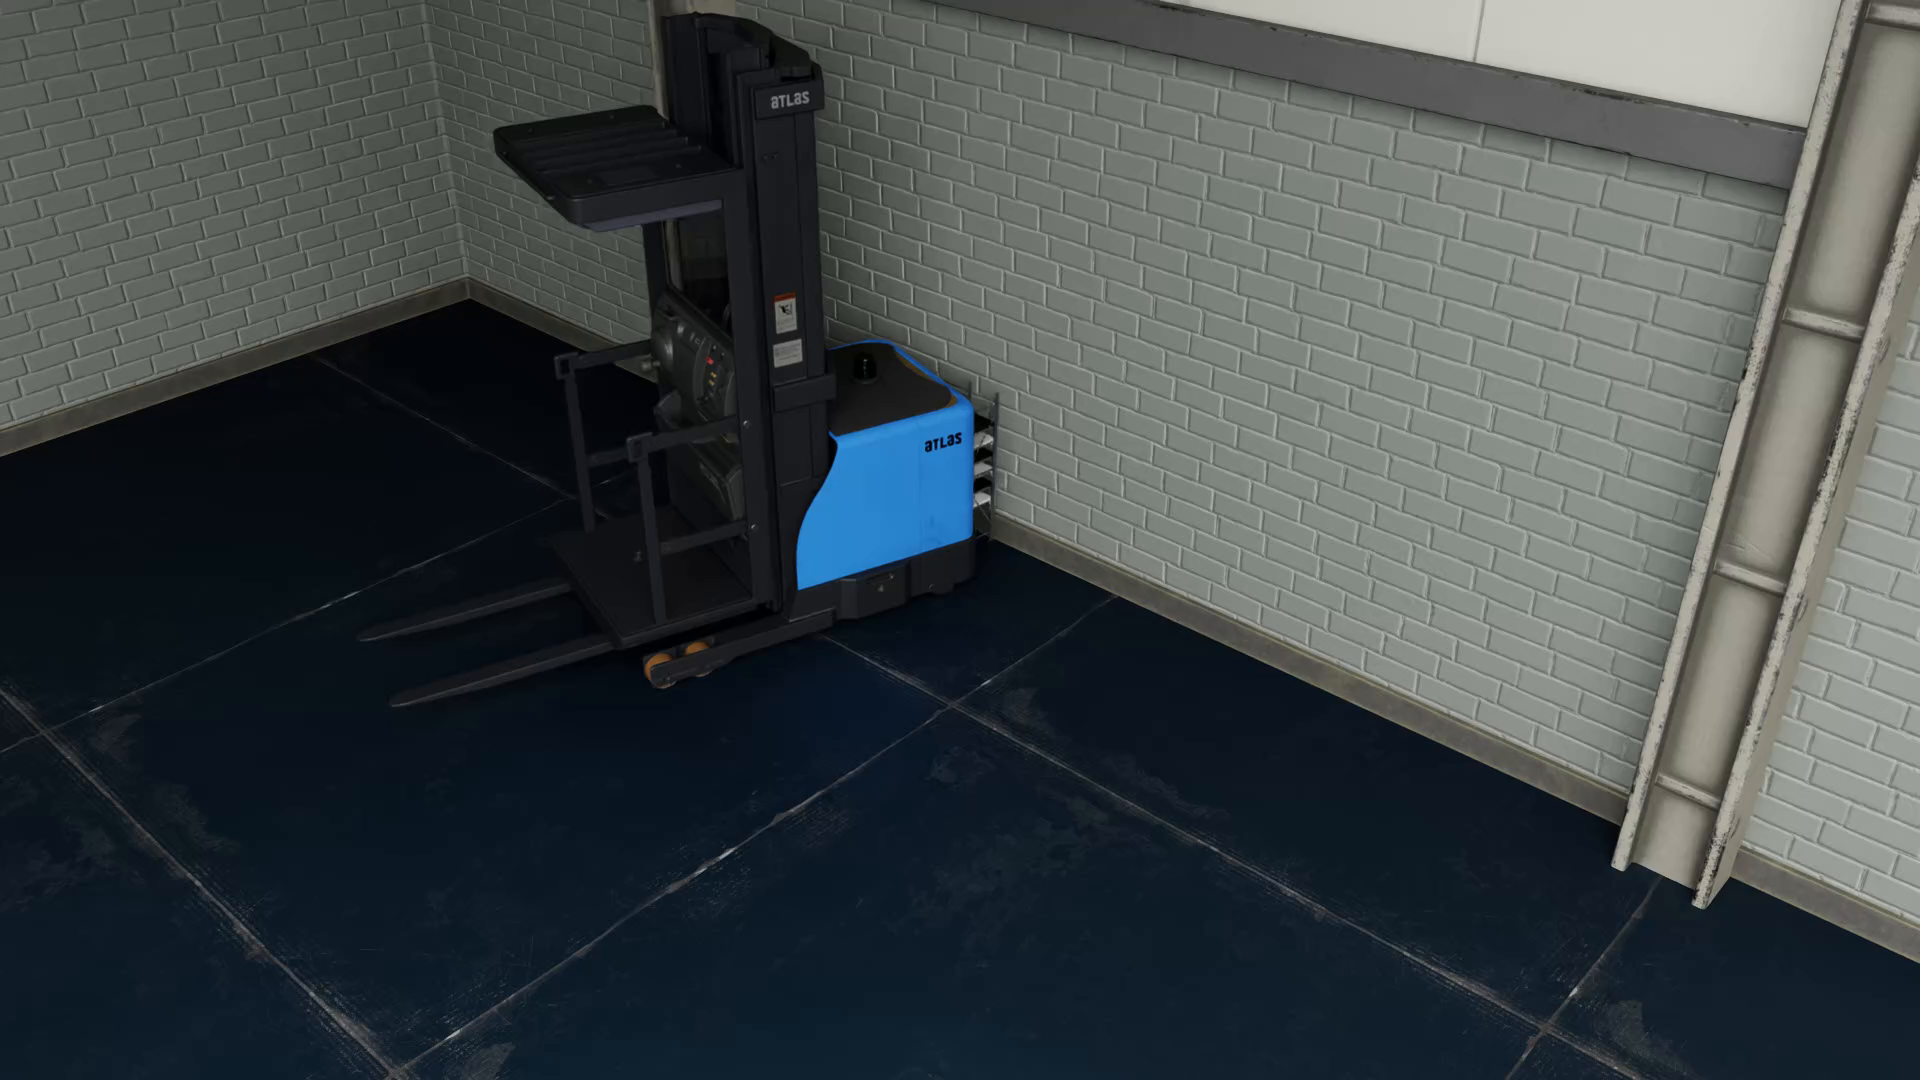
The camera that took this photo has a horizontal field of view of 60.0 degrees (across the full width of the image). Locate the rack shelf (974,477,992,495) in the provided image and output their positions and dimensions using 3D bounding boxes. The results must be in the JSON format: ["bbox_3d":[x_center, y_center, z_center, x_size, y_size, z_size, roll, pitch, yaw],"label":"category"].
[{"bbox_3d":[0.030,-0.280,9.072,0.258,0.077,0.200,-25,39,-38],"label":"rack shelf"}]

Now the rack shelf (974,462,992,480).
[{"bbox_3d":[0.033,-0.359,9.028,0.258,0.077,0.200,-25,39,-38],"label":"rack shelf"}]

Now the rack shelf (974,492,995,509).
[{"bbox_3d":[0.028,-0.202,9.117,0.258,0.077,0.200,-25,39,-38],"label":"rack shelf"}]

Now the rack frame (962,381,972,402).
[{"bbox_3d":[-0.037,-0.425,9.074,0.240,0.900,0.006,-25,39,-38],"label":"rack frame"}]

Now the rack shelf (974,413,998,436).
[{"bbox_3d":[0.041,-0.593,8.895,0.258,0.077,0.200,-25,39,-38],"label":"rack shelf"}]

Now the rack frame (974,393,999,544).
[{"bbox_3d":[0.105,-0.350,8.950,0.240,0.900,0.006,-25,39,-38],"label":"rack frame"}]

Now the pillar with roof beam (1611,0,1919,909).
[{"bbox_3d":[0.090,-0.833,1.909,0.400,9.000,9.100,25,39,35],"label":"pillar with roof beam"}]

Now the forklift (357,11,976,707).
[{"bbox_3d":[-1.447,-0.849,7.819,3.031,2.935,1.130,-17,35,-26],"label":"forklift"}]

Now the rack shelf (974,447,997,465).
[{"bbox_3d":[0.036,-0.437,8.984,0.258,0.077,0.200,-25,39,-38],"label":"rack shelf"}]

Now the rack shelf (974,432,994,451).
[{"bbox_3d":[0.039,-0.515,8.939,0.258,0.077,0.200,-25,39,-38],"label":"rack shelf"}]

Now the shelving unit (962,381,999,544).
[{"bbox_3d":[0.034,-0.388,9.012,0.258,0.900,0.210,-25,39,-38],"label":"shelving unit"}]

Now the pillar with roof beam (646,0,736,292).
[{"bbox_3d":[-4.358,-2.910,5.358,0.400,9.000,9.100,25,39,35],"label":"pillar with roof beam"}]
